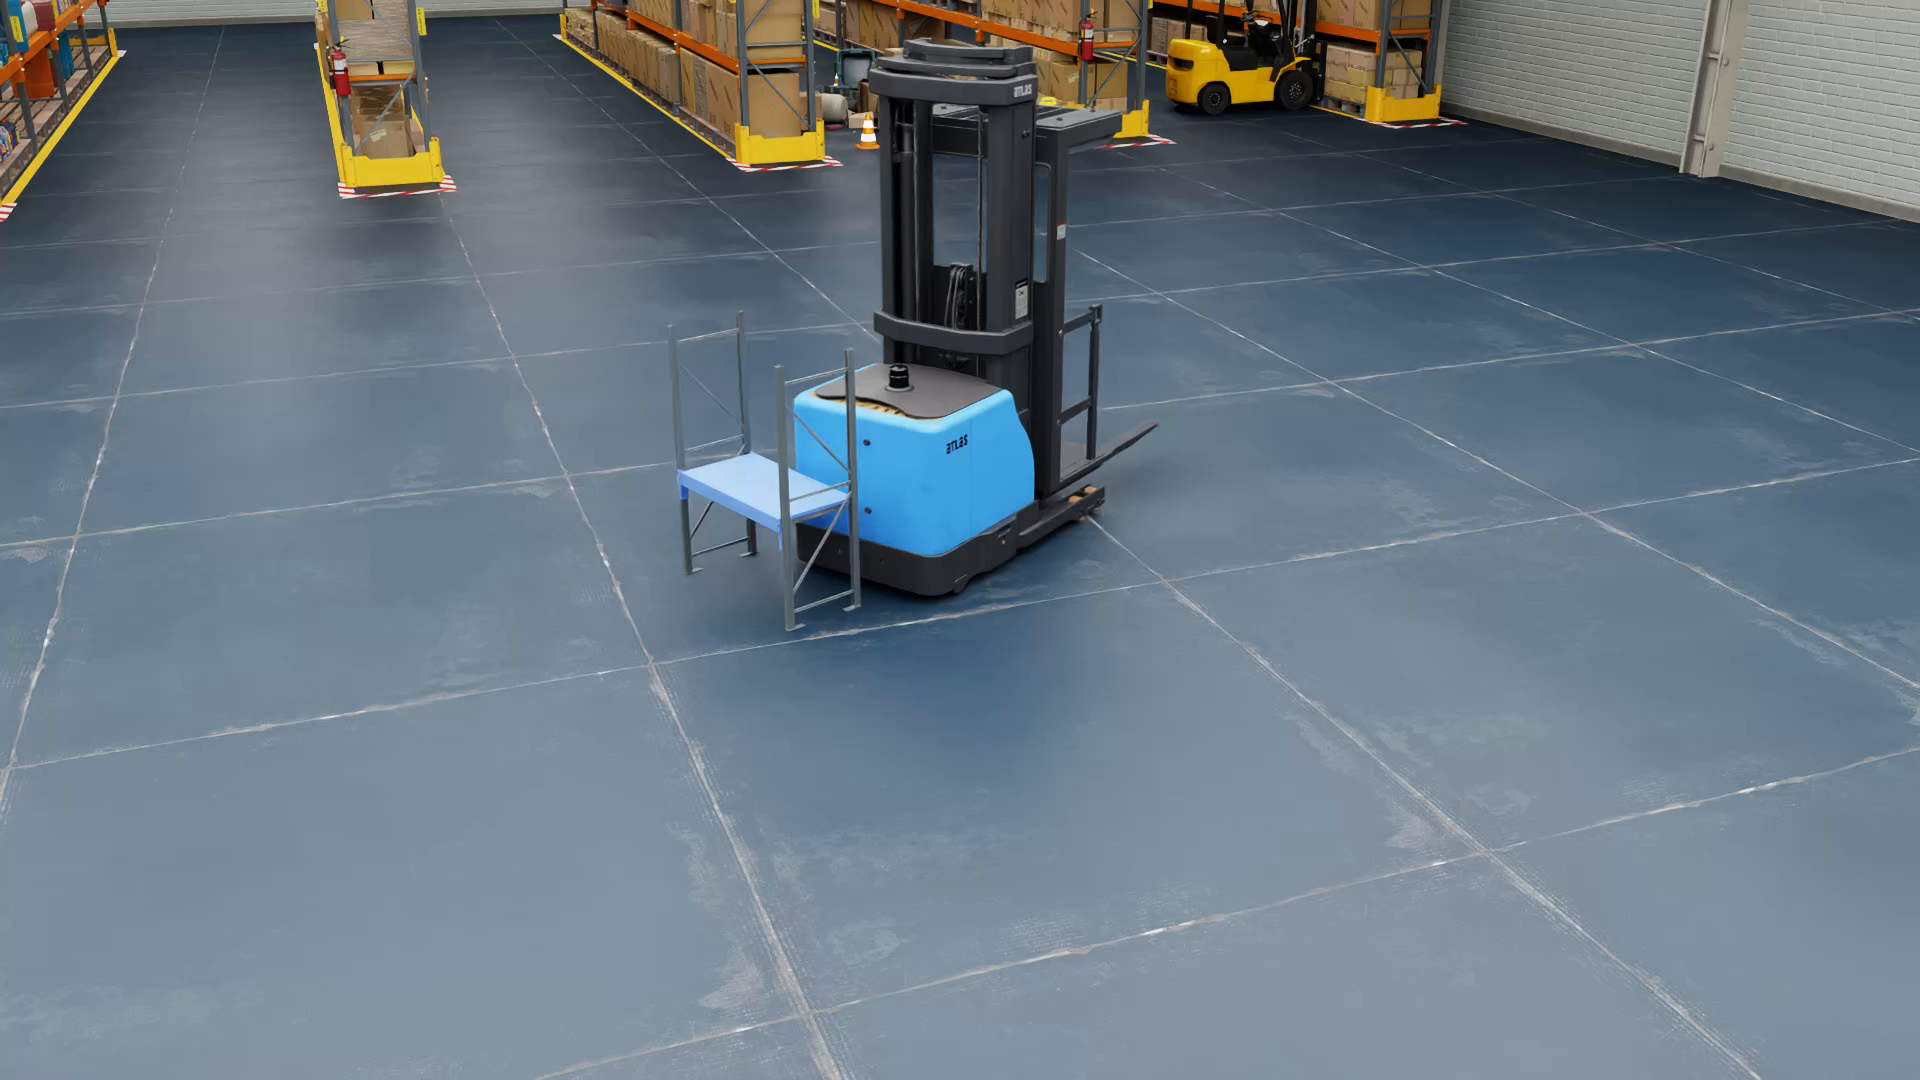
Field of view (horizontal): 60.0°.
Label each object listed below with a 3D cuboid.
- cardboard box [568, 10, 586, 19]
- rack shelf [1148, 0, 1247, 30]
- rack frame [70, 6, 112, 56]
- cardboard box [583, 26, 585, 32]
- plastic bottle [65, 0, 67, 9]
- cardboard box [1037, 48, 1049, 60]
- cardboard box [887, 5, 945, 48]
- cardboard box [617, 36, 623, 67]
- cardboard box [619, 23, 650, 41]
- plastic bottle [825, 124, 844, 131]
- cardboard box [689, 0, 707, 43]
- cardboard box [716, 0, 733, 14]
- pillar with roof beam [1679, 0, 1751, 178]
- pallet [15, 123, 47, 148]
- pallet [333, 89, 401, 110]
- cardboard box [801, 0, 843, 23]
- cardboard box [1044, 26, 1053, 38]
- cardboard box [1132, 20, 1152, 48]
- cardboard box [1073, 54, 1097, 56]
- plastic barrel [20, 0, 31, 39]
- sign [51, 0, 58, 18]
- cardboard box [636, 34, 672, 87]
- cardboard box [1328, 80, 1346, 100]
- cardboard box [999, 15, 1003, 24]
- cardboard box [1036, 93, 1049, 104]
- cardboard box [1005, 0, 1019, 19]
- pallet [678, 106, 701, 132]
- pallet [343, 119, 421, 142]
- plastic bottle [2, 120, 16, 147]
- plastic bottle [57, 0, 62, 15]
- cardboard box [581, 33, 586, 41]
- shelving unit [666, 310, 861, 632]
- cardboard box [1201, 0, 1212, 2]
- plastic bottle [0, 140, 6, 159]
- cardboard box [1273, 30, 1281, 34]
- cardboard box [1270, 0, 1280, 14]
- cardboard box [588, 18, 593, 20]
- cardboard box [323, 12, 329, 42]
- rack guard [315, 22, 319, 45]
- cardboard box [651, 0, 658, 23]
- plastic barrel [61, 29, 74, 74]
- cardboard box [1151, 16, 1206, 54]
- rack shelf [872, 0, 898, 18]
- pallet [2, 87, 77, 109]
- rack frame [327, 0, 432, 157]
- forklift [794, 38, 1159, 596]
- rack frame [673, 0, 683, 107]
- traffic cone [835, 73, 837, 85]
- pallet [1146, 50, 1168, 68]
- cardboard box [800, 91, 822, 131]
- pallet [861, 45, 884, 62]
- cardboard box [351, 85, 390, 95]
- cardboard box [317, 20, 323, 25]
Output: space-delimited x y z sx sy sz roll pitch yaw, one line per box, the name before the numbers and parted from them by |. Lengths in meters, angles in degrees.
cardboard box | -8.025 -11.045 34.957 0.380 0.149 0.250 -8 24 -19
rack shelf | 4.699 -9.754 30.457 1.077 0.370 4.000 -8 24 -19
rack frame | -17.381 -10.998 32.481 1.000 3.000 0.127 -8 24 -19
cardboard box | -7.466 -10.441 33.908 0.380 0.149 0.250 -10 25 -21
plastic bottle | -15.337 -9.232 28.356 0.144 0.351 0.185 -8 24 -19
cardboard box | 1.371 -7.265 24.825 0.380 0.149 0.250 -8 24 -18
cardboard box | -0.817 -9.607 31.376 0.875 0.875 0.875 -9 24 -19
cardboard box | -5.902 -8.848 30.059 0.500 0.500 0.500 -7 24 -17
cardboard box | -5.732 -9.014 29.486 0.500 0.250 0.500 -9 24 -20
plastic bottle | -1.865 -6.148 24.757 0.283 0.061 0.133 -18 29 -37
cardboard box | -3.395 -7.488 23.962 0.875 0.550 0.550 -8 24 -19
cardboard box | -2.795 -7.401 22.365 0.875 0.550 0.550 -8 24 -19
pillar with roof beam | 5.508 -8.276 18.299 9.100 9.000 0.400 -8 24 -19
pallet | -13.456 -5.632 23.342 1.003 0.211 1.213 -8 24 -19
pallet | -9.647 -7.201 27.064 1.003 0.211 1.213 -8 24 -19
cardboard box | -3.150 -11.824 37.199 0.875 0.438 0.875 -9 25 -21
cardboard box | 1.461 -7.476 24.450 0.380 0.149 0.250 -8 24 -18
cardboard box | 3.642 -9.978 32.740 0.500 0.500 0.500 -8 24 -17
cardboard box | 1.782 -7.208 25.523 0.500 0.500 0.500 -8 24 -18
plastic barrel | -13.687 -7.501 24.011 0.433 0.535 0.433 0 23 0
sign | -14.043 -8.244 25.737 0.100 0.325 0.005 -8 24 -19
cardboard box | -4.802 -8.020 27.772 1.050 0.750 0.750 -8 24 -18
cardboard box | 6.190 -7.141 26.331 0.500 0.250 0.500 -8 24 -19
cardboard box | 0.834 -8.225 26.227 0.380 0.149 0.250 -8 24 -19
cardboard box | 1.463 -6.596 25.037 0.500 0.250 0.500 -8 24 -19
cardboard box | 1.022 -8.298 25.564 0.500 0.500 0.500 -9 24 -19
pallet | -3.637 -6.389 25.136 1.003 0.211 1.213 -8 24 -19
pallet | -8.238 -5.793 23.722 1.003 0.211 1.213 -8 24 -19
plastic bottle | -12.577 -5.355 21.938 0.144 0.351 0.185 -10 25 -22
plastic bottle | -14.965 -8.865 27.570 0.061 0.283 0.133 -8 24 -19
cardboard box | -7.482 -10.219 33.764 0.380 0.149 0.250 -8 24 -19
shelving unit | -1.092 -0.405 9.279 0.538 1.500 1.048 -19 29 -38
cardboard box | 4.653 -9.804 29.841 0.500 0.250 0.500 -8 24 -19
plastic bottle | -12.234 -4.992 21.178 0.097 0.271 0.097 0 23 0
cardboard box | 5.282 -8.527 28.332 0.500 0.250 0.500 -9 24 -20
cardboard box | 5.517 -9.021 27.662 0.500 0.500 0.500 -8 24 -18
cardboard box | -7.268 -10.397 33.419 0.380 0.149 0.250 -8 24 -17
cardboard box | -8.263 -7.142 22.820 0.875 0.500 0.500 -8 24 -19
rack guard | -12.756 -10.534 34.599 1.175 0.500 0.348 -8 24 -19
cardboard box | -4.624 -8.527 26.490 0.500 0.500 0.500 -8 24 -18
plastic barrel | -15.792 -8.571 28.884 0.600 0.901 0.708 -8 24 -19
cardboard box | 4.200 -9.683 31.879 0.875 0.625 0.625 -8 24 -17
rack shelf | -1.357 -10.525 32.286 1.077 0.370 4.000 -8 24 -19
pallet | -14.872 -7.087 26.792 1.003 0.211 1.213 -8 24 -19
rack frame | -7.095 -5.864 20.300 1.000 3.000 0.127 -8 24 -19
forklift | 0.273 -1.556 10.168 1.130 2.935 3.031 15 27 31
rack frame | -3.832 -7.961 25.275 1.000 3.000 0.127 -8 24 -19
traffic cone | -2.023 -7.734 28.004 0.336 0.463 0.334 -8 24 -19
pallet | 4.246 -9.223 31.861 1.003 0.211 1.213 -8 24 -19
cardboard box | -2.324 -6.387 24.756 0.500 0.500 0.500 -4 23 -10
pallet | -1.285 -9.584 32.718 1.003 0.211 1.213 -8 24 -19
cardboard box | -8.404 -6.208 23.794 0.500 0.500 0.500 -9 25 -21
cardboard box | -10.453 -8.563 28.900 1.225 0.875 0.875 -8 24 -19
